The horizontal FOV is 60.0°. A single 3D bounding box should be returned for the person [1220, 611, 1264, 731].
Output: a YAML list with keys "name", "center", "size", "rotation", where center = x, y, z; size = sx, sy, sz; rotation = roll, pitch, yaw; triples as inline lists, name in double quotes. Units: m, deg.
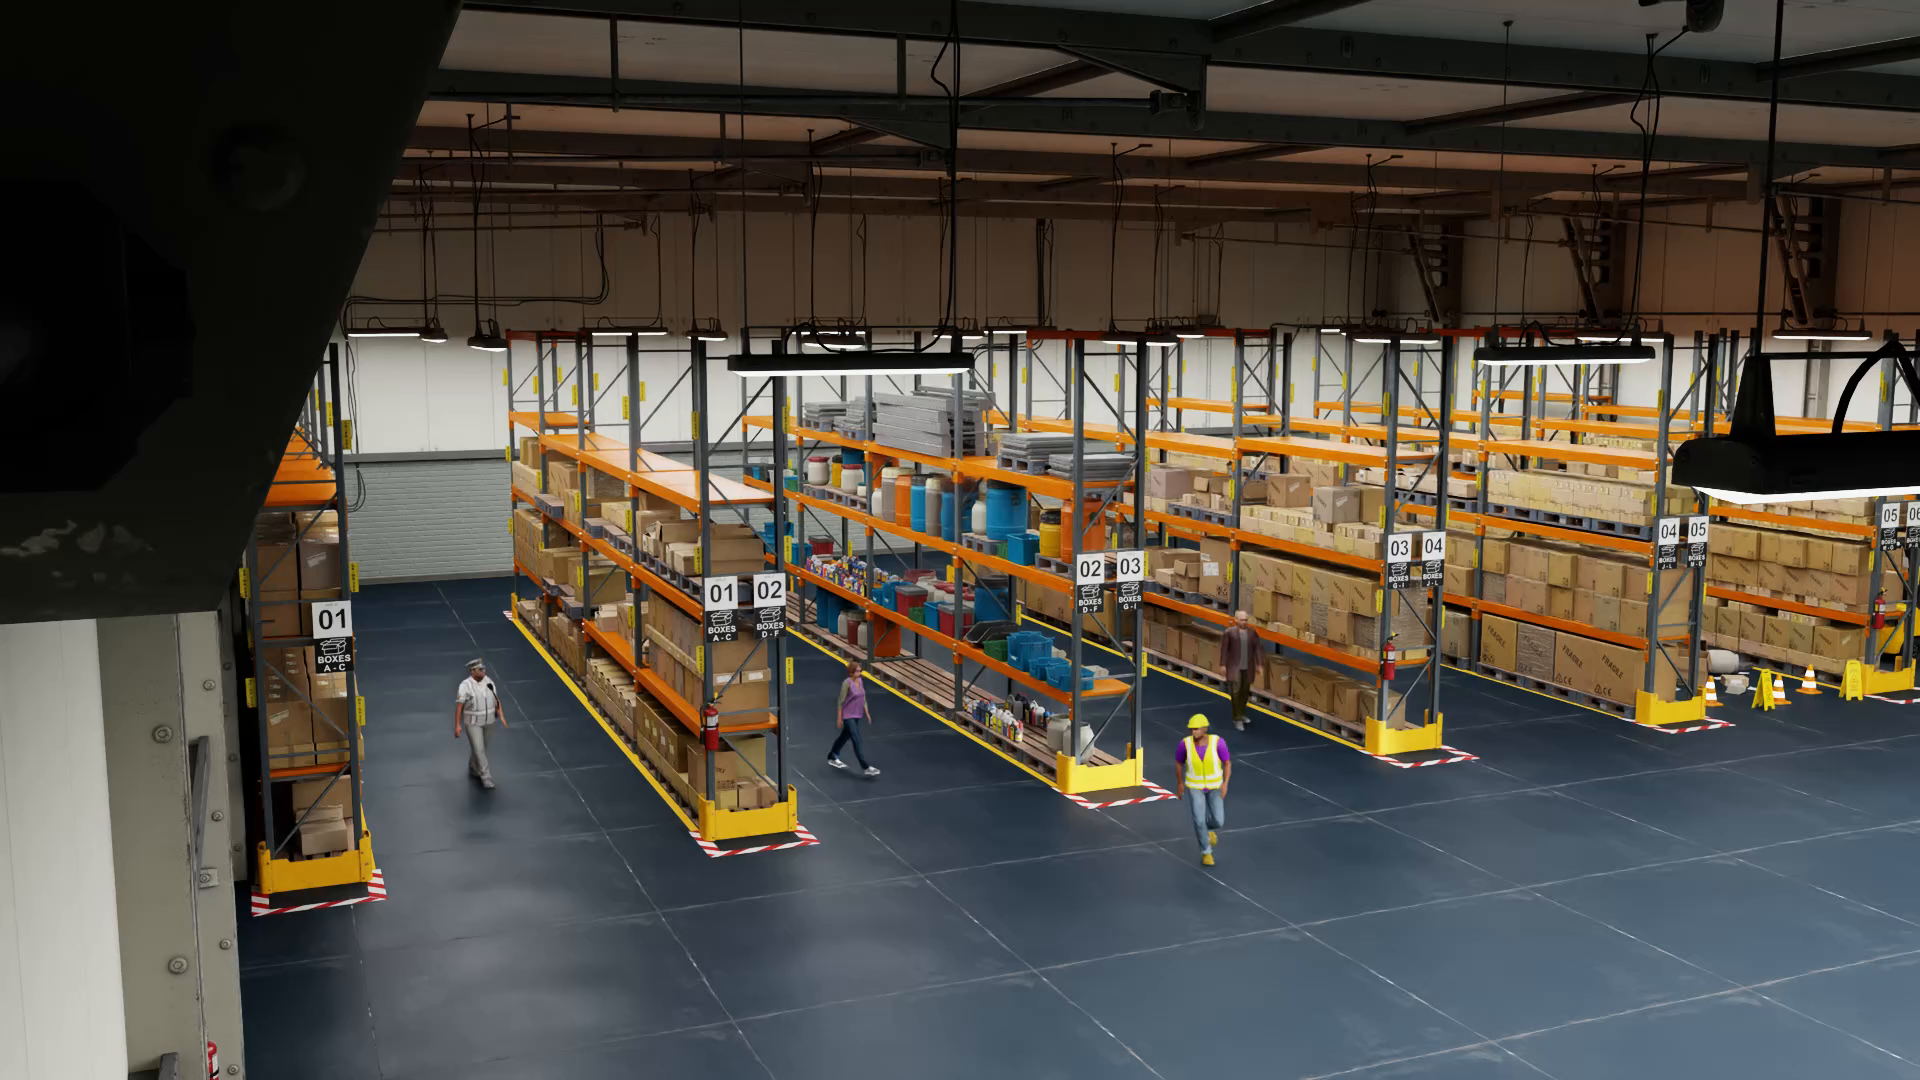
- name: "person"
  center: [4.340, 2.054, 25.611]
  size: [0.651, 1.709, 0.659]
  rotation: [-1, 8, -8]

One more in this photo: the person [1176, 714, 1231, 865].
- name: "person"
  center: [2.829, 2.859, 19.341]
  size: [0.626, 1.734, 0.646]
  rotation: [1, 8, 5]

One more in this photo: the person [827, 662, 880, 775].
- name: "person"
  center: [-1.448, 2.436, 22.926]
  size: [0.978, 1.539, 0.441]
  rotation: [4, 9, 26]

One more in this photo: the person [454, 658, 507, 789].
- name: "person"
  center: [-6.456, 2.425, 22.395]
  size: [0.663, 1.706, 1.089]
  rotation: [-7, 10, -41]
